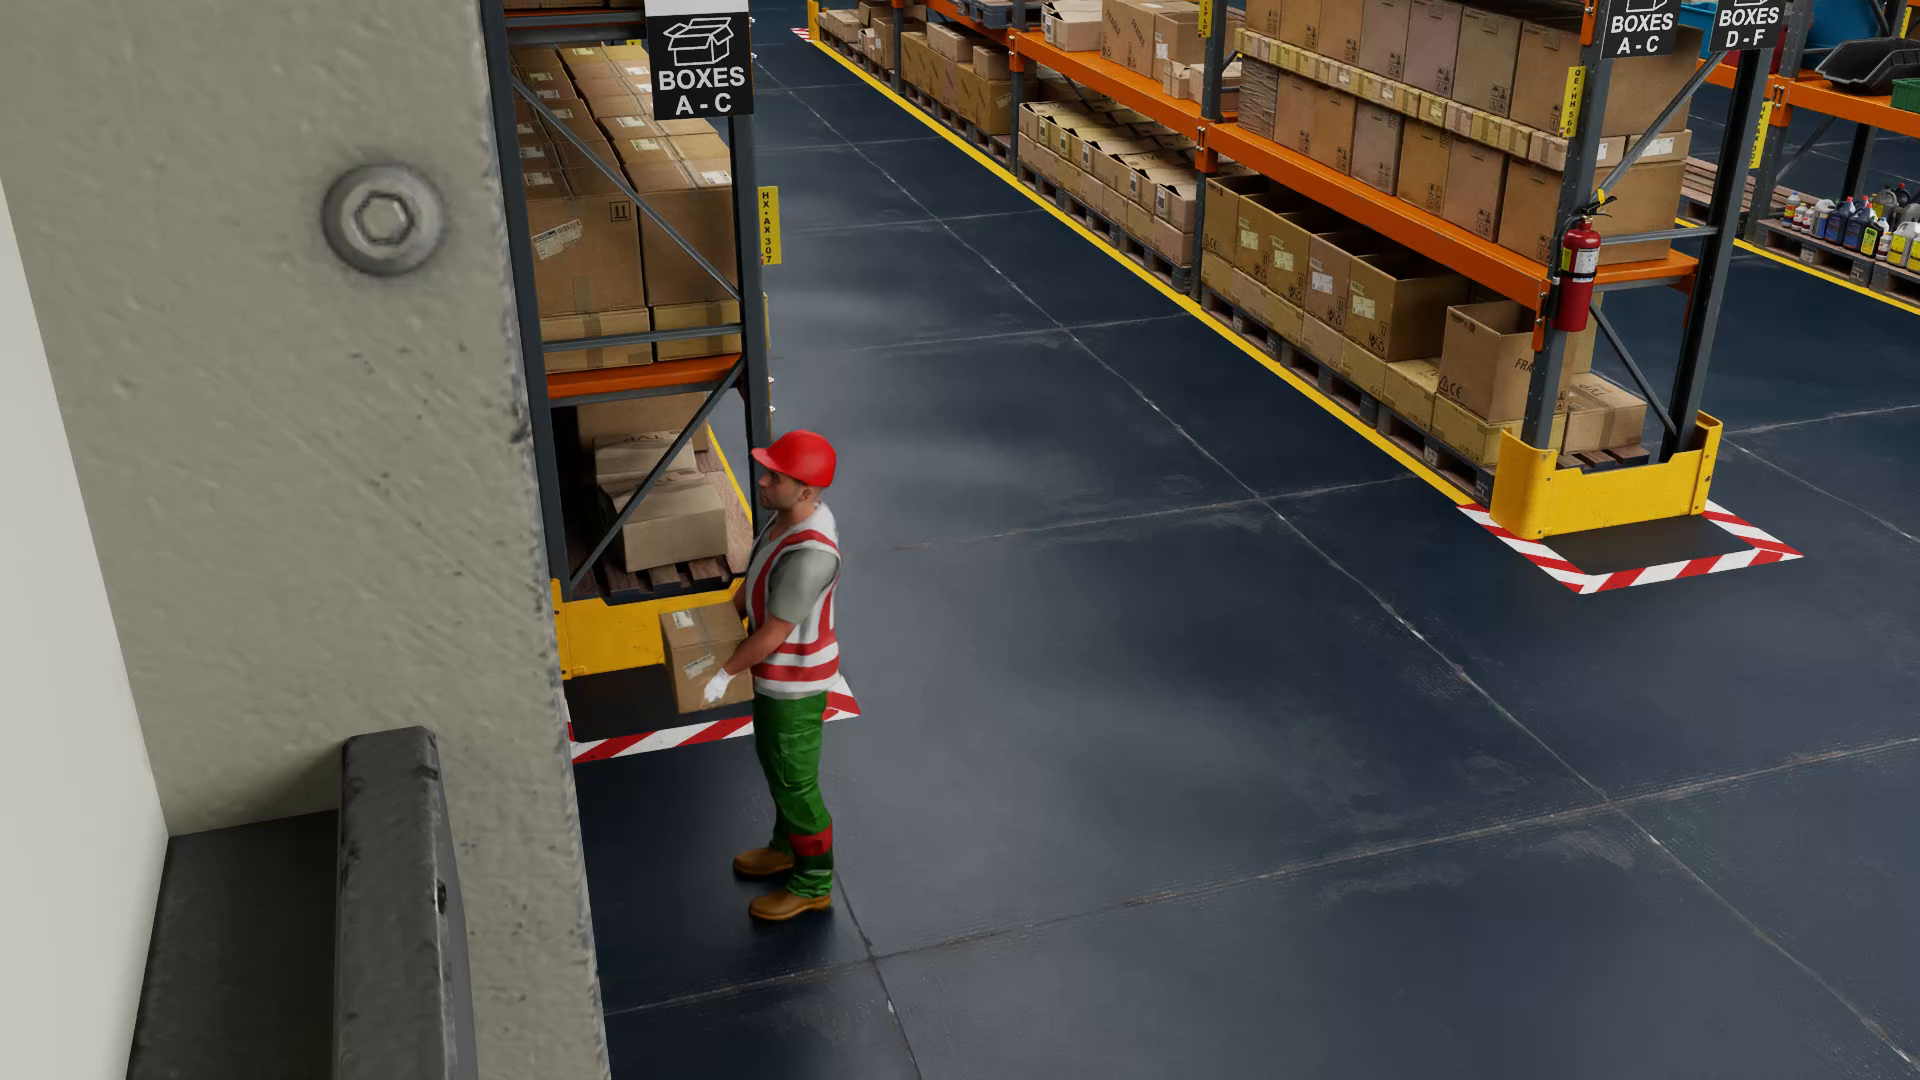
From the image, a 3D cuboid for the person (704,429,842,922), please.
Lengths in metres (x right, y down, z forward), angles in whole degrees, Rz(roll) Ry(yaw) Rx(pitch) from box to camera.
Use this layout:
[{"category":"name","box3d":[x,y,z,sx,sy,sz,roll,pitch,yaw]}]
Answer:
[{"category":"person","box3d":[-0.665,0.468,5.627,0.556,1.792,0.506,-4,26,-9]}]
